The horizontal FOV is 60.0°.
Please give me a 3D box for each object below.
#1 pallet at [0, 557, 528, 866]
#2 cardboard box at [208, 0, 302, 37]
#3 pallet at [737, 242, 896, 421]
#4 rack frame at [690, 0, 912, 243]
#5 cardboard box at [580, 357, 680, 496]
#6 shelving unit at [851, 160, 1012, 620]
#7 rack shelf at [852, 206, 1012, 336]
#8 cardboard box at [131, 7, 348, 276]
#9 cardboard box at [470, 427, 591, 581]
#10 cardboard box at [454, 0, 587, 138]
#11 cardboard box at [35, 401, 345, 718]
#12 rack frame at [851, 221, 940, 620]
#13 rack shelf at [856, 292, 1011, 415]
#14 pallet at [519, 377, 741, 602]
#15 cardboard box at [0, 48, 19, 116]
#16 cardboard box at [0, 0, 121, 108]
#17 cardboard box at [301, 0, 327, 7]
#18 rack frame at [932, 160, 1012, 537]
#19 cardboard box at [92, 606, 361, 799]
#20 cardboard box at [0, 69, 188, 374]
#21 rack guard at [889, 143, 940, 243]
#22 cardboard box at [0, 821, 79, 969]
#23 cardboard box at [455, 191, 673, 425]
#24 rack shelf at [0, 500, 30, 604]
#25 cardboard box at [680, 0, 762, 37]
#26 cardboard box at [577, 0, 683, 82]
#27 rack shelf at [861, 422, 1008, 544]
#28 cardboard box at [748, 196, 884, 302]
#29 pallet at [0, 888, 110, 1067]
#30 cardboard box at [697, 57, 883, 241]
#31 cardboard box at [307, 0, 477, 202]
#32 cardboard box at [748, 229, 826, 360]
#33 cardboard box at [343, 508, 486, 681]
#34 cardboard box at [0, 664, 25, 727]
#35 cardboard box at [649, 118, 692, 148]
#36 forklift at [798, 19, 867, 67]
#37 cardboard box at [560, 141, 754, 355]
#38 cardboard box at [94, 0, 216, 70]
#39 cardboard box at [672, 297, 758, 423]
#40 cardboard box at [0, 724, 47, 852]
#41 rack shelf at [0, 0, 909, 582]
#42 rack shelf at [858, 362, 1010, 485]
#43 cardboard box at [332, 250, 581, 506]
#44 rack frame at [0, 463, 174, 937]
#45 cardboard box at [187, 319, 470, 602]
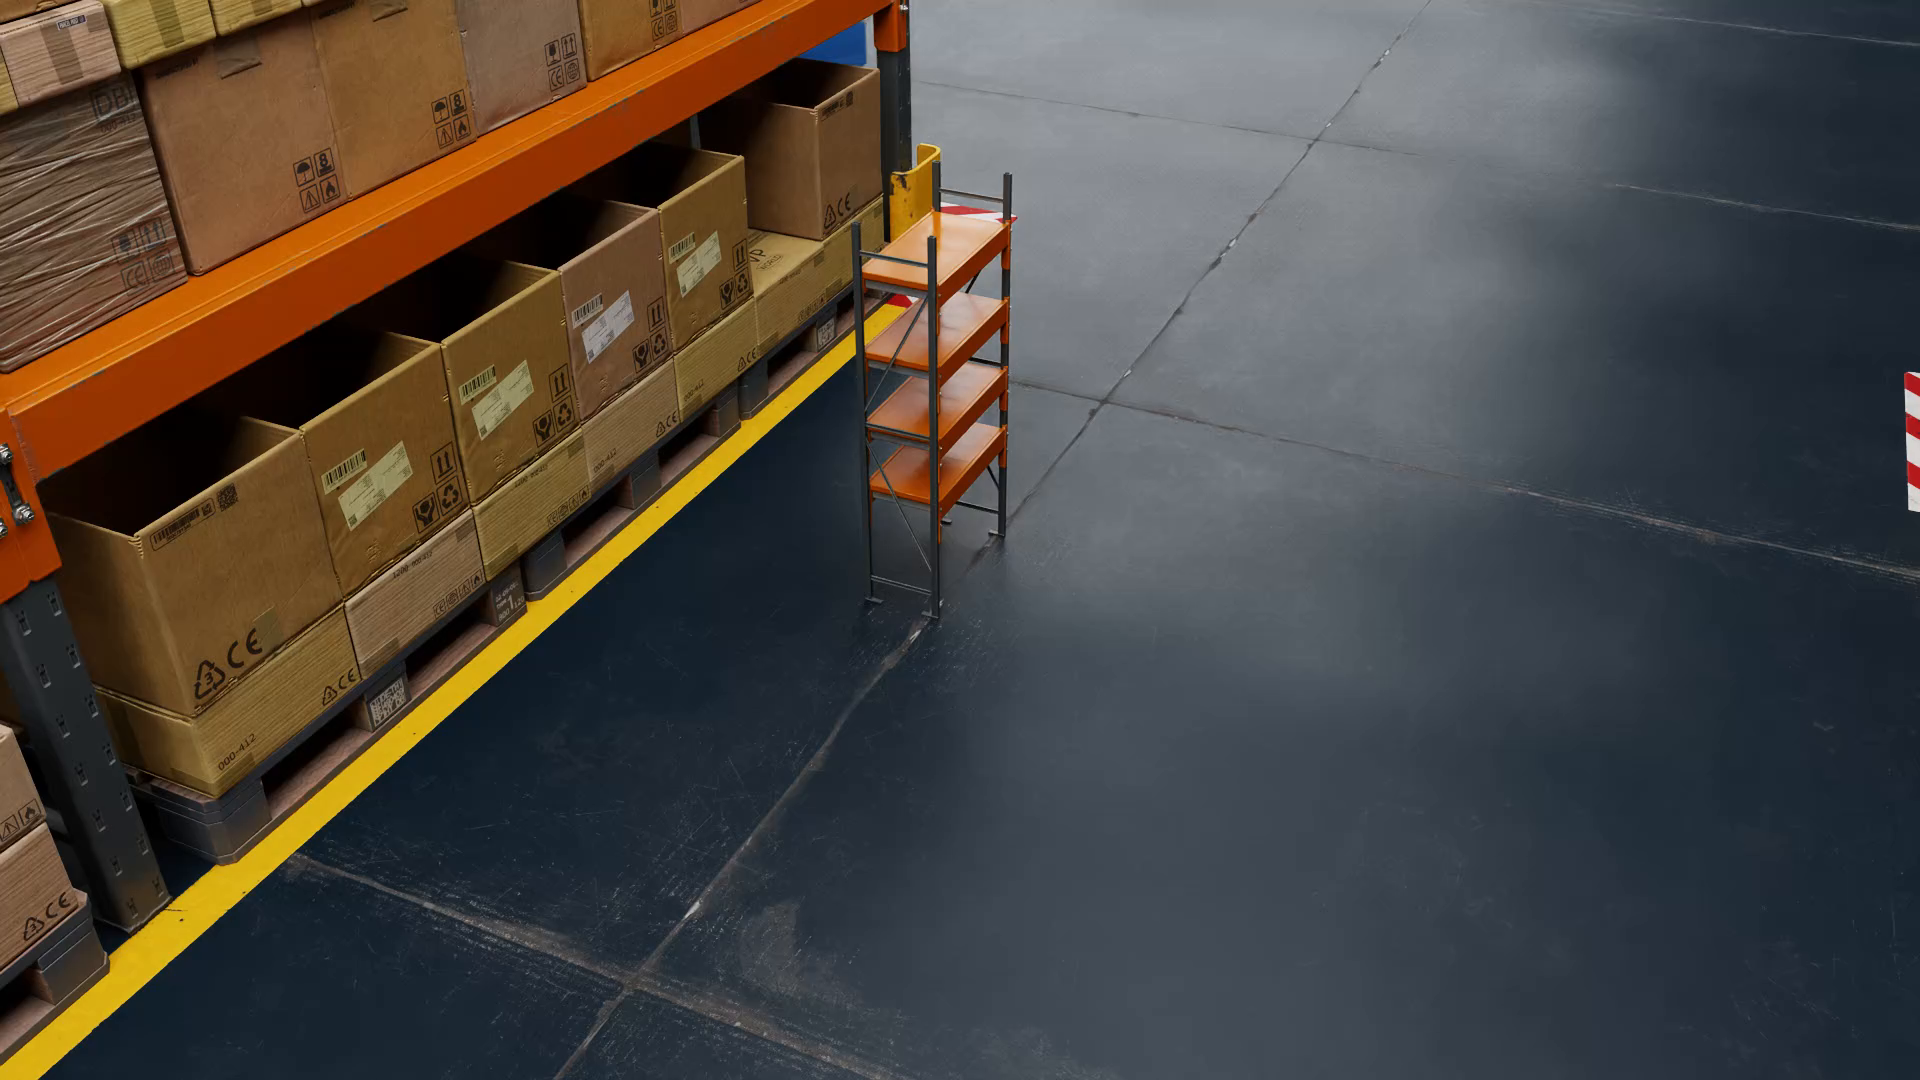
[{"bbox_3d":[-1.974,0.298,4.603,1.003,0.211,1.213,14,36,20],"label":"pallet"},{"bbox_3d":[-1.737,-1.269,3.767,0.380,0.149,0.250,14,36,20],"label":"cardboard box"},{"bbox_3d":[-0.954,-0.917,6.456,1.003,0.211,1.213,14,36,20],"label":"pallet"},{"bbox_3d":[-0.672,-2.474,6.287,1.000,3.000,0.127,14,36,20],"label":"rack frame"},{"bbox_3d":[-1.244,-0.415,5.272,0.500,0.250,0.500,14,36,20],"label":"cardboard box"},{"bbox_3d":[-0.069,-0.419,4.795,0.258,1.200,0.503,14,36,20],"label":"shelving unit"},{"bbox_3d":[-0.069,-0.748,4.580,0.258,0.148,0.480,14,36,20],"label":"rack shelf"},{"bbox_3d":[-1.951,-1.010,3.964,0.700,0.500,0.500,14,36,20],"label":"cardboard box"},{"bbox_3d":[-1.448,-0.164,4.890,0.500,0.250,0.500,14,36,20],"label":"cardboard box"},{"bbox_3d":[-1.524,-1.514,4.733,0.700,0.500,0.500,15,36,22],"label":"cardboard box"},{"bbox_3d":[-1.867,0.020,3.925,0.500,0.500,0.500,14,36,20],"label":"cardboard box"},{"bbox_3d":[-0.171,-0.298,4.610,0.240,1.200,0.015,14,36,20],"label":"rack frame"},{"bbox_3d":[-0.069,-0.550,4.710,0.258,0.148,0.480,14,36,20],"label":"rack shelf"},{"bbox_3d":[-1.465,-0.312,5.533,1.003,0.211,1.213,14,36,20],"label":"pallet"},{"bbox_3d":[-2.057,-0.884,3.180,0.380,0.149,0.250,14,36,20],"label":"cardboard box"},{"bbox_3d":[-1.952,-1.009,3.371,0.380,0.149,0.250,15,36,21],"label":"cardboard box"},{"bbox_3d":[-1.631,-1.393,3.956,0.380,0.149,0.250,13,35,19],"label":"cardboard box"},{"bbox_3d":[0.033,-0.541,4.981,0.240,1.200,0.015,14,36,20],"label":"rack frame"},{"bbox_3d":[-1.876,0.331,4.134,0.500,0.250,0.500,14,36,20],"label":"cardboard box"},{"bbox_3d":[-2.165,-0.746,3.561,0.700,0.500,0.500,13,36,19],"label":"cardboard box"},{"bbox_3d":[-0.662,-1.440,6.991,1.175,0.500,0.348,14,36,20],"label":"rack guard"},{"bbox_3d":[-2.255,0.766,3.471,0.500,0.250,0.500,14,36,20],"label":"cardboard box"},{"bbox_3d":[-1.241,-0.728,5.065,0.500,0.500,0.500,14,36,20],"label":"cardboard box"},{"bbox_3d":[-3.182,0.815,1.927,1.077,0.370,4.000,14,36,20],"label":"rack shelf"},{"bbox_3d":[-1.094,-2.023,5.509,0.700,0.500,0.500,15,36,22],"label":"cardboard box"},{"bbox_3d":[-1.307,-1.777,5.134,0.700,0.500,0.500,14,36,21],"label":"cardboard box"},{"bbox_3d":[-0.069,-0.197,4.941,0.258,0.148,0.480,14,36,20],"label":"rack shelf"},{"bbox_3d":[-0.628,-1.165,6.415,0.500,0.250,0.500,14,36,20],"label":"cardboard box"},{"bbox_3d":[-2.618,1.060,3.440,1.003,0.211,1.213,14,36,20],"label":"pallet"},{"bbox_3d":[-0.626,-1.478,6.209,0.500,0.500,0.500,14,36,20],"label":"cardboard box"},{"bbox_3d":[-1.737,-1.259,4.343,0.700,0.500,0.500,15,36,21],"label":"cardboard box"},{"bbox_3d":[-0.826,-0.913,6.031,0.500,0.250,0.500,14,36,20],"label":"cardboard box"},{"bbox_3d":[-1.662,0.083,4.512,0.500,0.250,0.500,14,36,20],"label":"cardboard box"},{"bbox_3d":[-2.350,0.212,4.316,0.500,0.250,0.500,14,36,20],"label":"cardboard box"},{"bbox_3d":[-1.306,-1.348,6.010,0.500,0.500,0.500,14,36,20],"label":"cardboard box"},{"bbox_3d":[-1.978,-2.894,6.990,3.031,2.935,1.130,-14,36,-20],"label":"forklift"},{"bbox_3d":[-1.031,-0.976,5.444,0.500,0.500,0.500,14,36,20],"label":"cardboard box"},{"bbox_3d":[-1.846,-1.138,3.567,0.380,0.149,0.250,13,36,19],"label":"cardboard box"},{"bbox_3d":[-1.034,-0.663,5.651,0.500,0.250,0.500,14,36,20],"label":"cardboard box"},{"bbox_3d":[-2.254,0.526,3.326,0.500,0.311,0.500,14,36,20],"label":"cardboard box"},{"bbox_3d":[-1.509,-1.177,4.965,1.077,0.370,4.000,14,36,20],"label":"rack shelf"},{"bbox_3d":[-0.069,-0.363,4.832,0.258,0.148,0.480,14,36,20],"label":"rack shelf"},{"bbox_3d":[-1.449,-0.478,4.684,0.500,0.500,0.500,14,36,20],"label":"cardboard box"},{"bbox_3d":[-2.345,-0.482,3.249,1.000,3.000,0.127,14,36,20],"label":"rack frame"},{"bbox_3d":[-1.665,-0.231,4.307,0.500,0.500,0.500,14,36,20],"label":"cardboard box"}]
